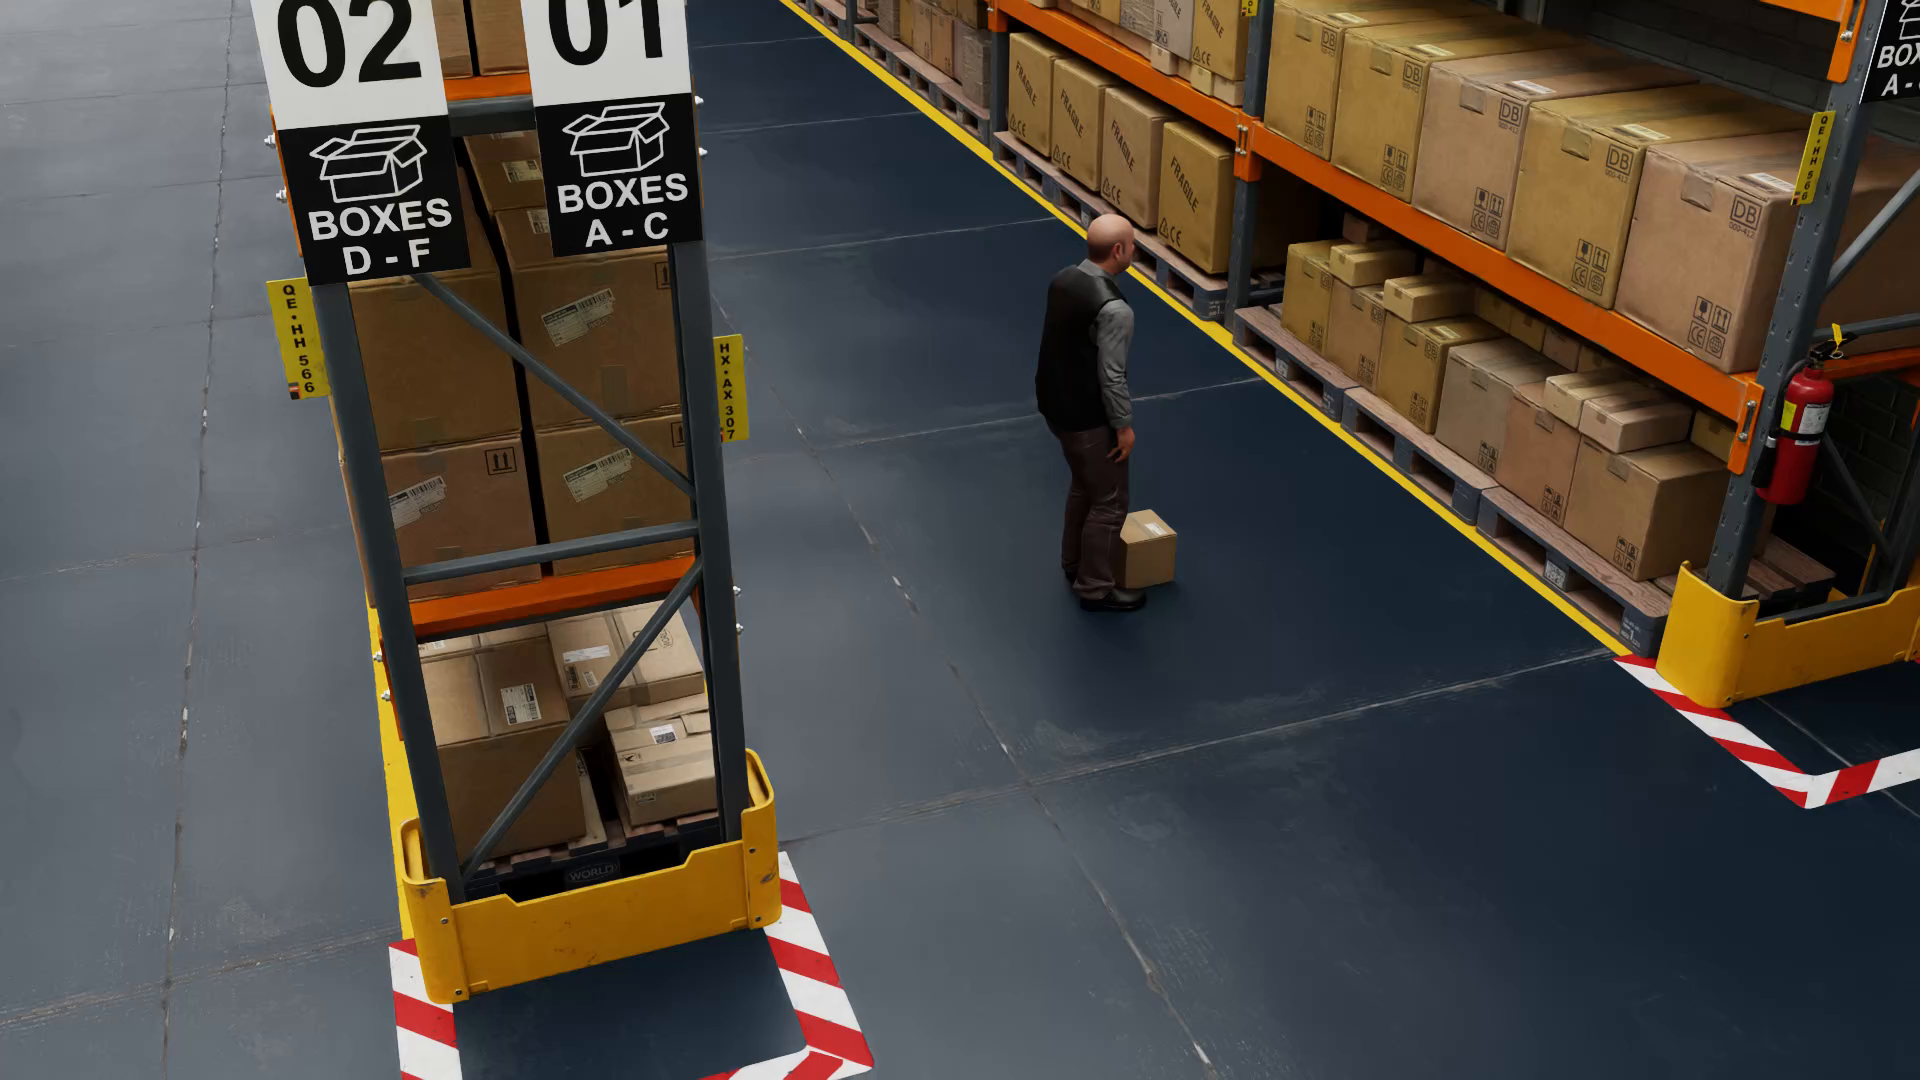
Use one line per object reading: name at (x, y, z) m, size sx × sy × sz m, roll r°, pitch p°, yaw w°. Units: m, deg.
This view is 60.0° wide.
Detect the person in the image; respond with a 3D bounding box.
person at (0.570, -0.546, 7.114) m, size 0.475 × 1.719 × 0.581 m, roll -12°, pitch 32°, yaw -20°
